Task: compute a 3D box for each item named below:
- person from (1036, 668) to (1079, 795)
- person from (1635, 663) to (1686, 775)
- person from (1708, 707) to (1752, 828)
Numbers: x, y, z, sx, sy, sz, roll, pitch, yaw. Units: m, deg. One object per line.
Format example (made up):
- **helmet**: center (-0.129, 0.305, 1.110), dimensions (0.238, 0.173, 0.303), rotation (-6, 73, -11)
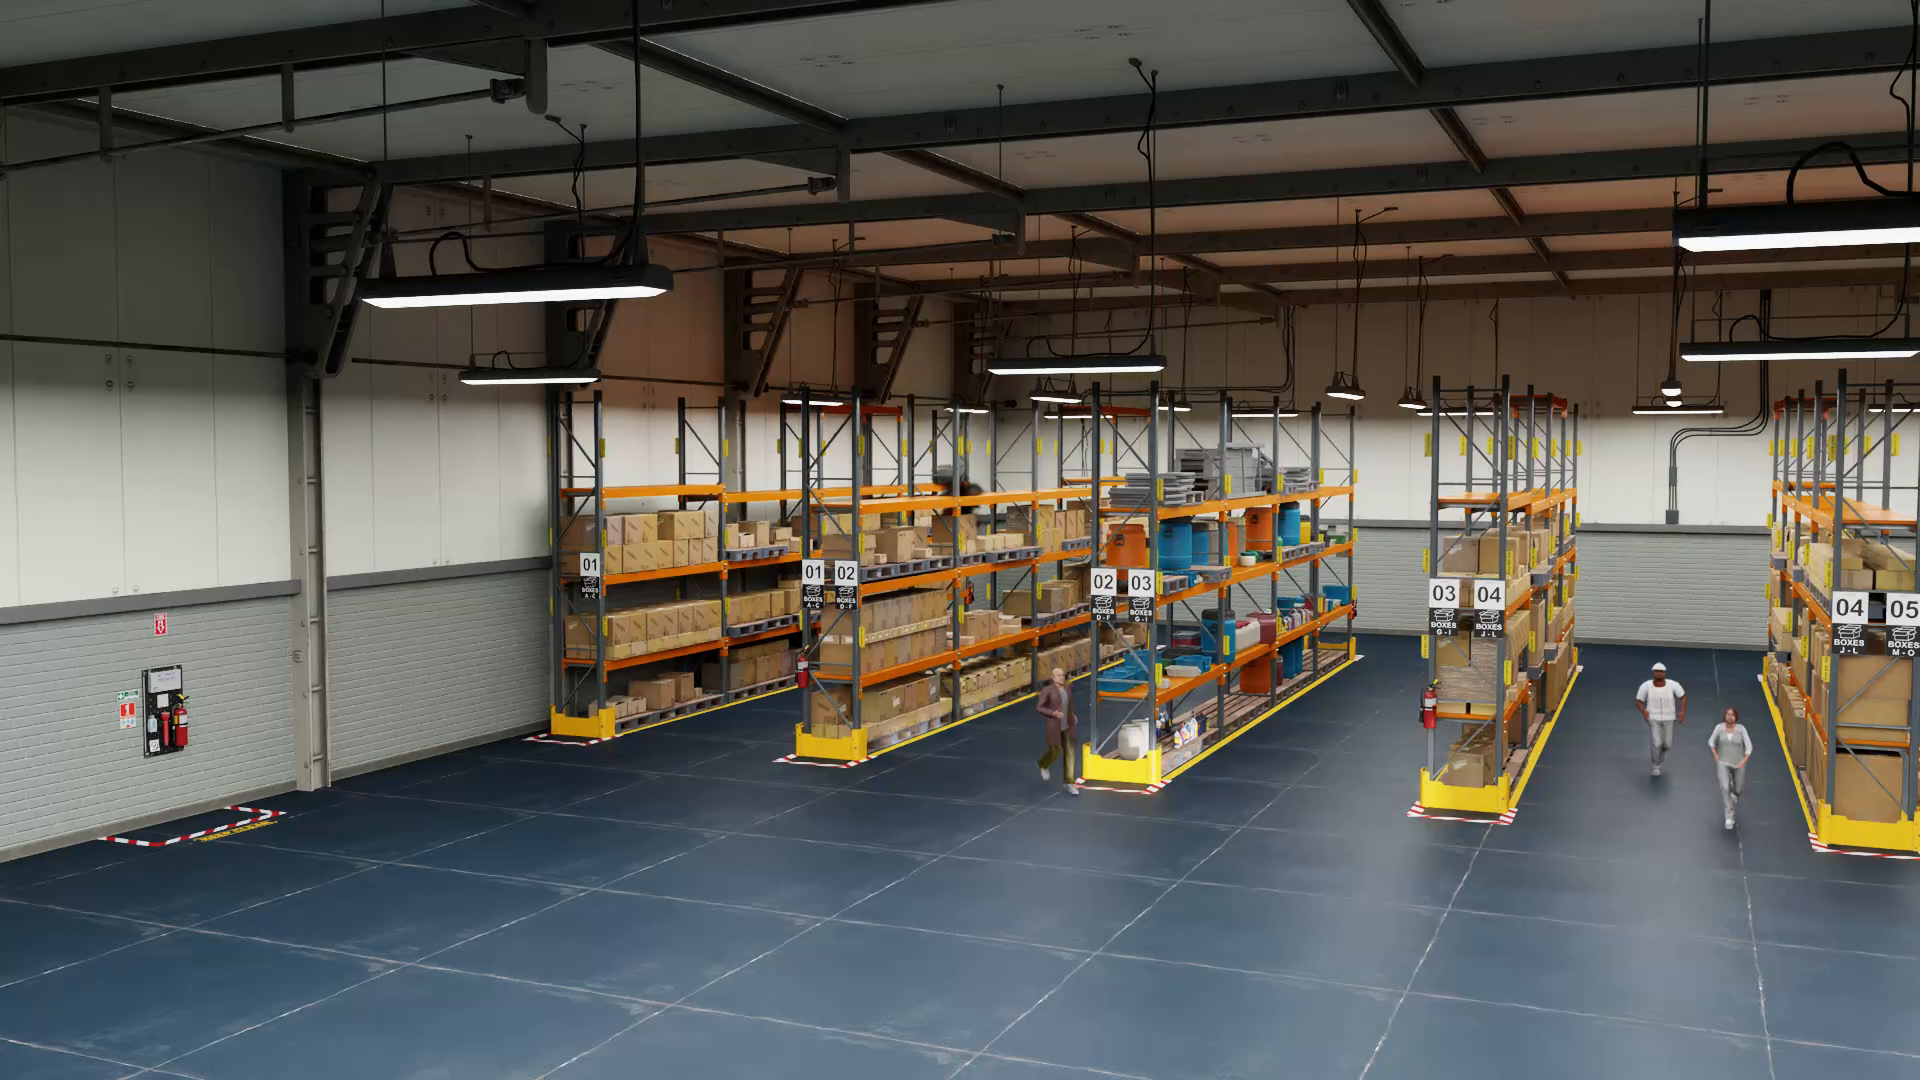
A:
- **person**: center (1.438, 2.763, 24.370), dimensions (0.710, 1.790, 1.042), rotation (-1, 3, -25)
- **person**: center (10.740, 2.739, 25.487), dimensions (0.725, 1.727, 0.654), rotation (1, 3, 19)
- **person**: center (10.295, 3.016, 22.242), dimensions (0.531, 1.570, 0.818), rotation (1, 3, 21)
